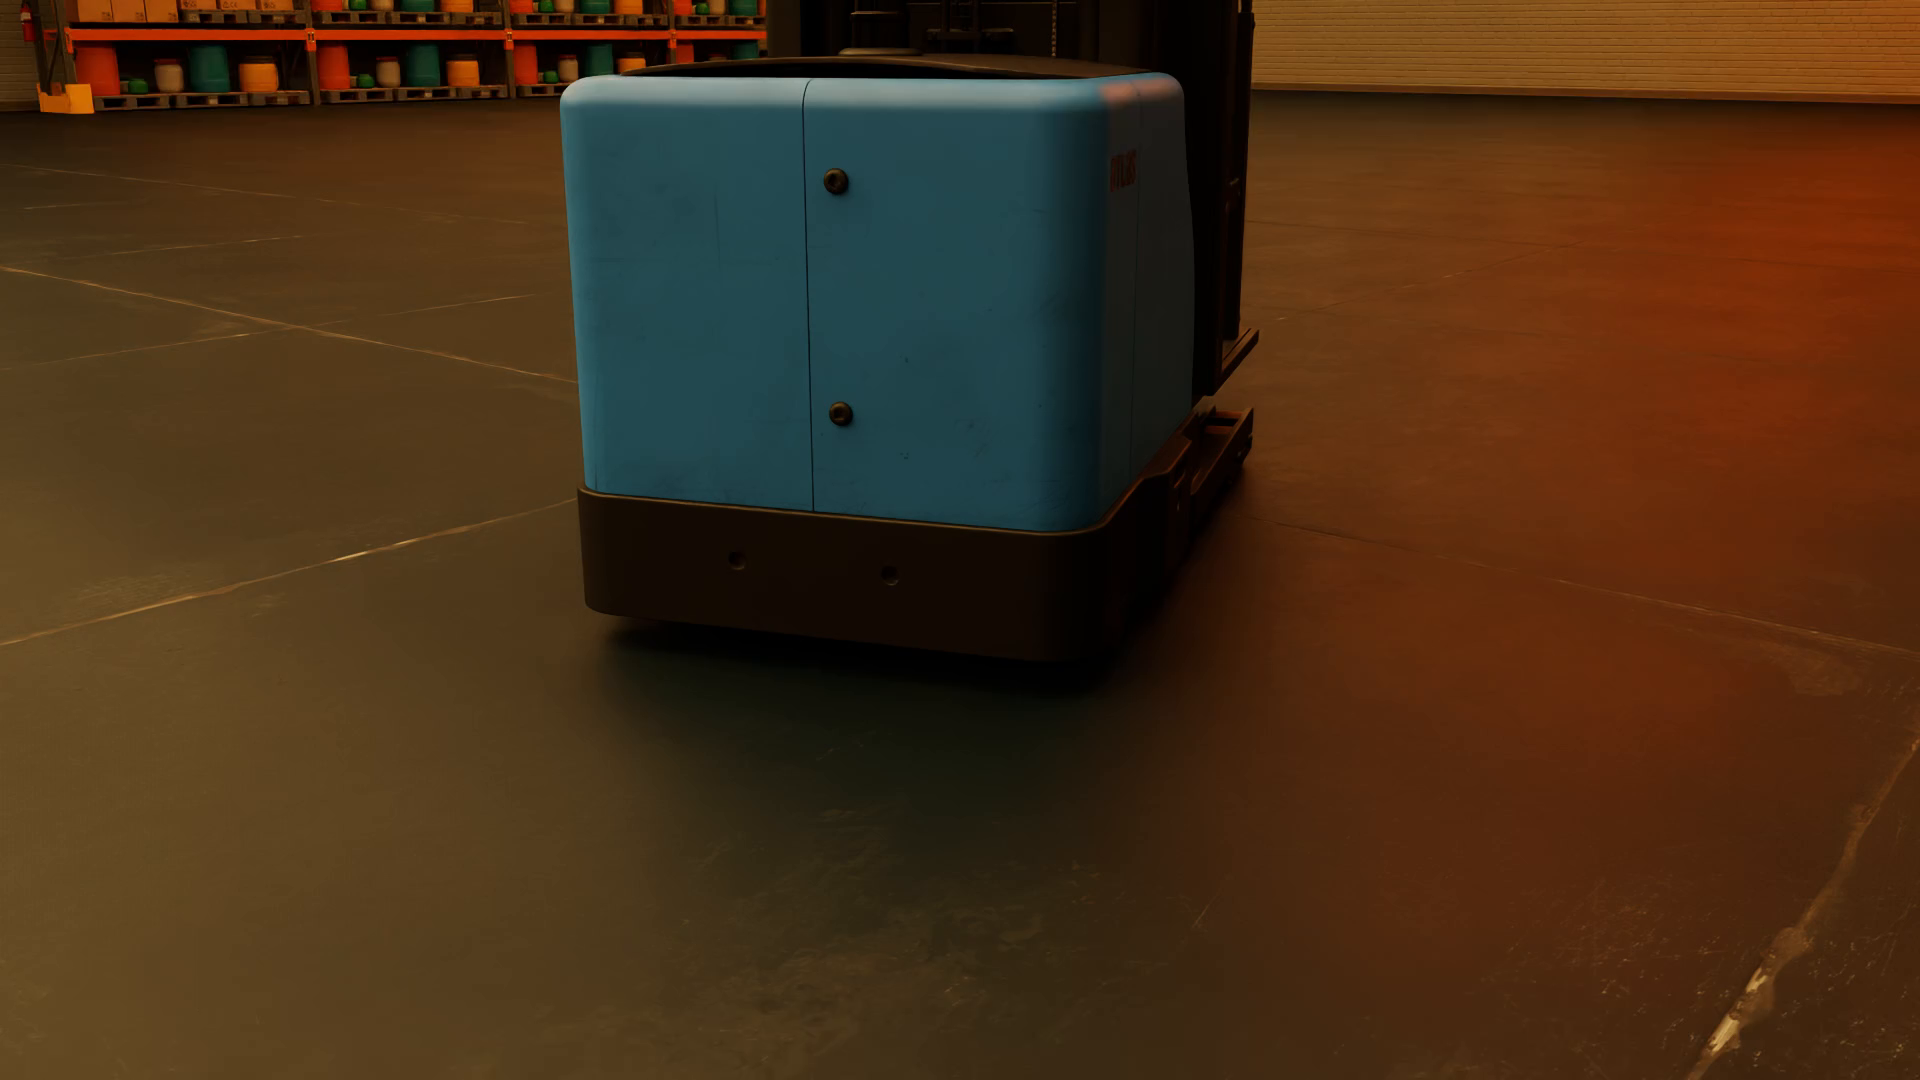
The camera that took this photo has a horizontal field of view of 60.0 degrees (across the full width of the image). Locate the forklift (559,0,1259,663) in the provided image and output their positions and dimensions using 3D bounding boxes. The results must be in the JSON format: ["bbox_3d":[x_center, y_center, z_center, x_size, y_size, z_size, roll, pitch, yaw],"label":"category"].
[{"bbox_3d":[0.182,-1.571,4.072,1.130,2.935,3.031,5,18,17],"label":"forklift"}]
